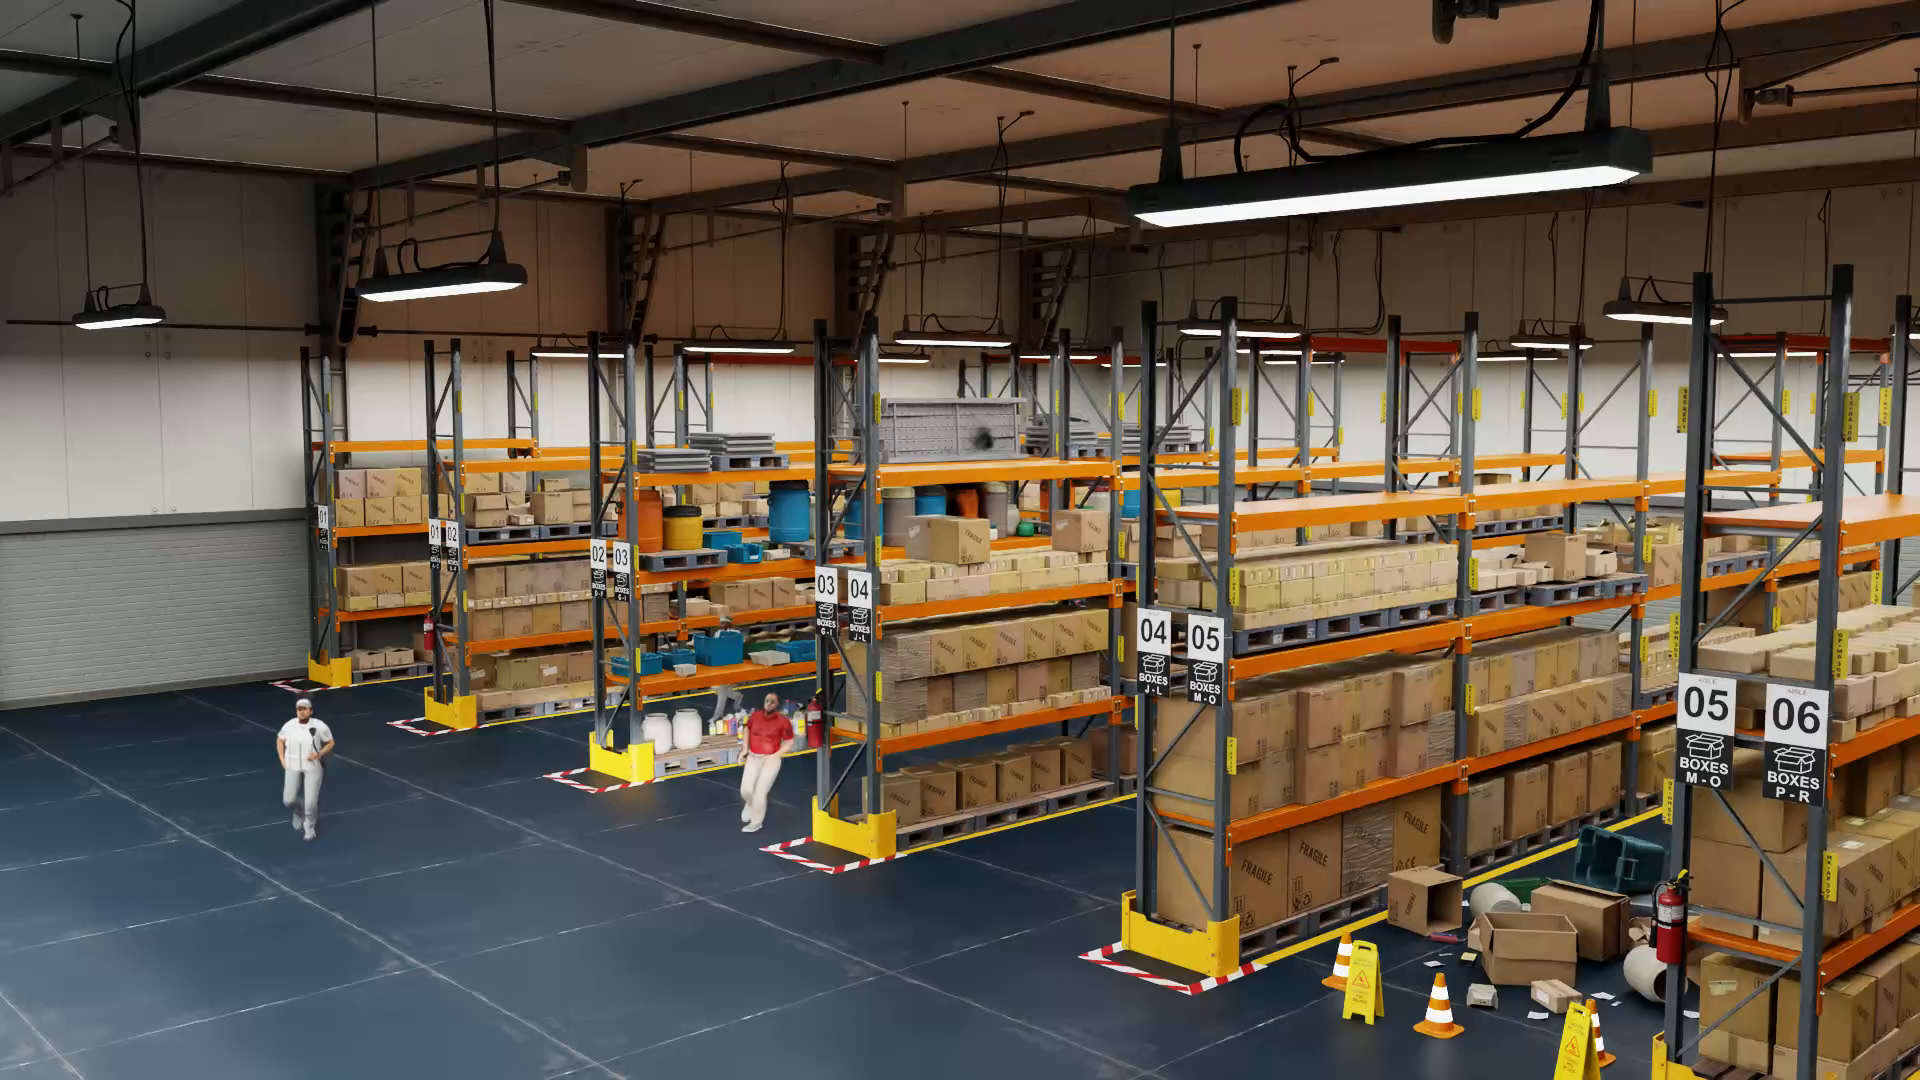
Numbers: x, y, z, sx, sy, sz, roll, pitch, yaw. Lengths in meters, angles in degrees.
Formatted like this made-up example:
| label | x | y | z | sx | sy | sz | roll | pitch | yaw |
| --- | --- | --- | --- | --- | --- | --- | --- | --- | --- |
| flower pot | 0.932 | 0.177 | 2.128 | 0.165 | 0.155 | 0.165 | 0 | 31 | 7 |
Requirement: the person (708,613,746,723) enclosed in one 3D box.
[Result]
| label | x | y | z | sx | sy | sz | roll | pitch | yaw |
| --- | --- | --- | --- | --- | --- | --- | --- | --- | --- |
| person | -3.714 | 1.997 | 26.365 | 0.580 | 1.695 | 0.904 | 3 | 6 | 32 |

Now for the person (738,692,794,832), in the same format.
| label | x | y | z | sx | sy | sz | roll | pitch | yaw |
| --- | --- | --- | --- | --- | --- | --- | --- | --- | --- |
| person | -2.307 | 2.621 | 19.557 | 0.692 | 1.656 | 0.554 | 1 | 5 | 14 |

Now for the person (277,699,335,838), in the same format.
| label | x | y | z | sx | sy | sz | roll | pitch | yaw |
| --- | --- | --- | --- | --- | --- | --- | --- | --- | --- |
| person | -7.607 | 2.657 | 19.290 | 0.668 | 1.626 | 0.505 | -1 | 5 | -9 |
